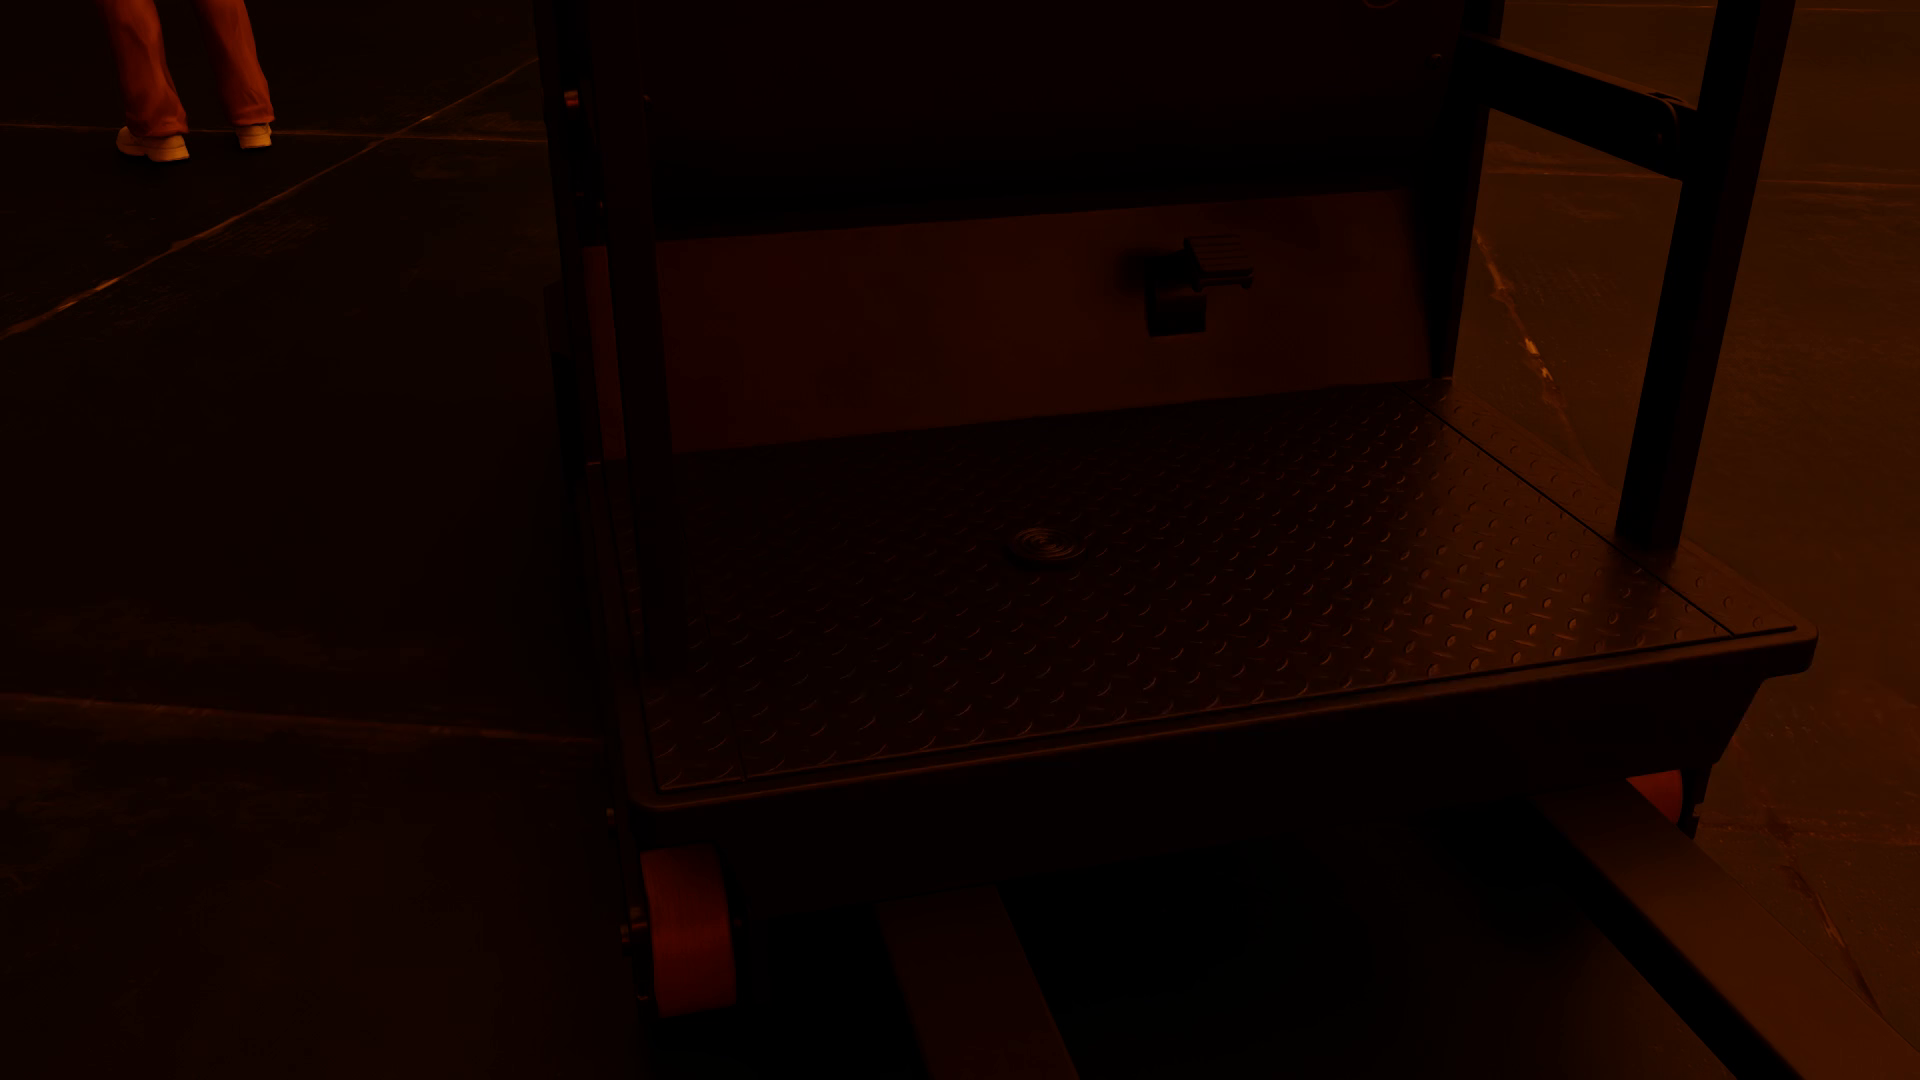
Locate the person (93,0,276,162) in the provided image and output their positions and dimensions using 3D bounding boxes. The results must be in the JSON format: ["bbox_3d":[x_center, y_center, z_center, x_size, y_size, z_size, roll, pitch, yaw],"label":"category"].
[{"bbox_3d":[-2.166,-1.850,4.335,0.499,1.673,0.355,-20,33,-35],"label":"person"}]

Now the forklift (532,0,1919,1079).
[{"bbox_3d":[0.153,-1.049,1.319,1.130,2.935,3.031,-7,27,-13],"label":"forklift"}]
